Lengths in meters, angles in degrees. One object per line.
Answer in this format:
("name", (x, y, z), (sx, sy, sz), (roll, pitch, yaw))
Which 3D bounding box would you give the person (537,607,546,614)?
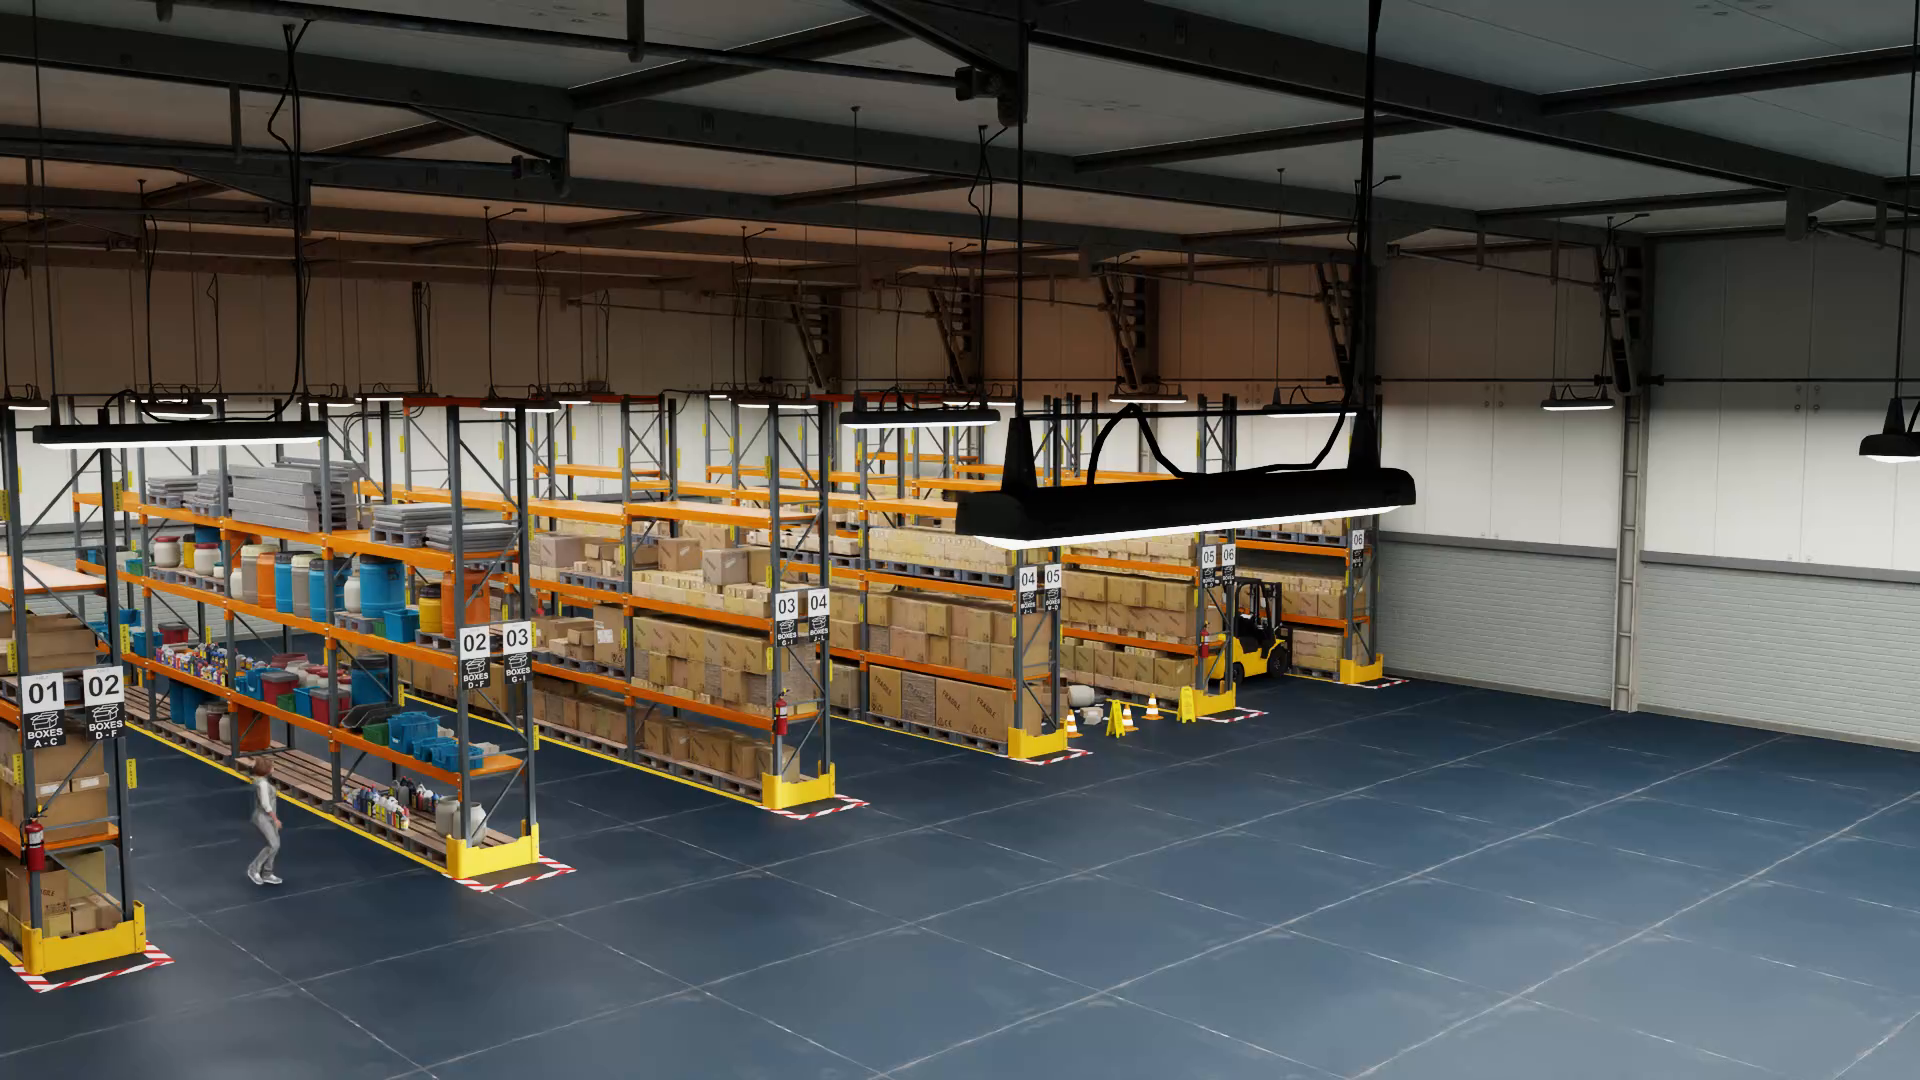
("person", (-8.512, 2.254, 33.563), (0.764, 1.813, 0.877), (-5, 8, -44))

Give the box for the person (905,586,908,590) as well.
("person", (-1.140, 1.757, 35.439), (0.619, 1.830, 0.454), (-1, 6, -10))
